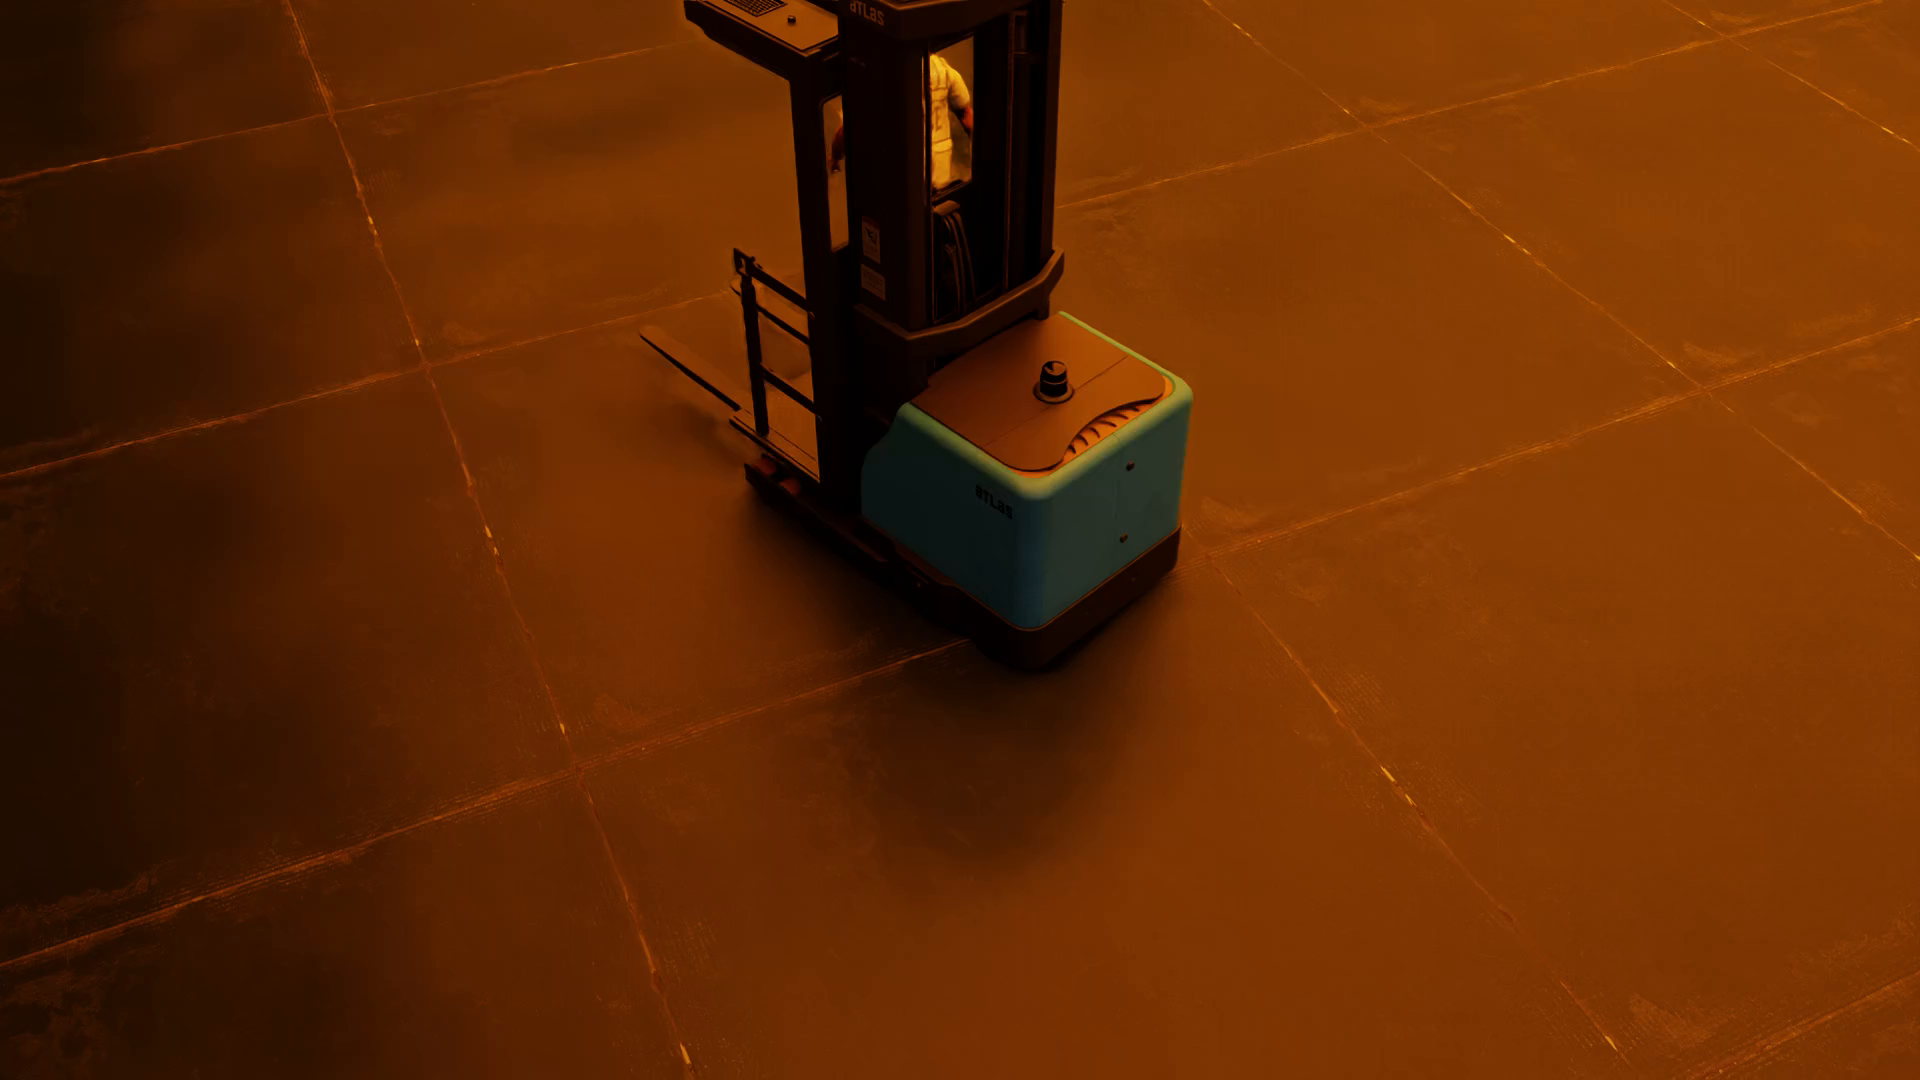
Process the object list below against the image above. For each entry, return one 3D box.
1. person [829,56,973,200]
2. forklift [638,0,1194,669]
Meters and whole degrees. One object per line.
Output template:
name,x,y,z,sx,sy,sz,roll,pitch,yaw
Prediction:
person,-0.233,-2.004,8.875,0.921,1.578,0.609,-6,43,-6
forklift,-0.391,-1.424,7.206,1.130,2.935,3.031,-34,52,-31
